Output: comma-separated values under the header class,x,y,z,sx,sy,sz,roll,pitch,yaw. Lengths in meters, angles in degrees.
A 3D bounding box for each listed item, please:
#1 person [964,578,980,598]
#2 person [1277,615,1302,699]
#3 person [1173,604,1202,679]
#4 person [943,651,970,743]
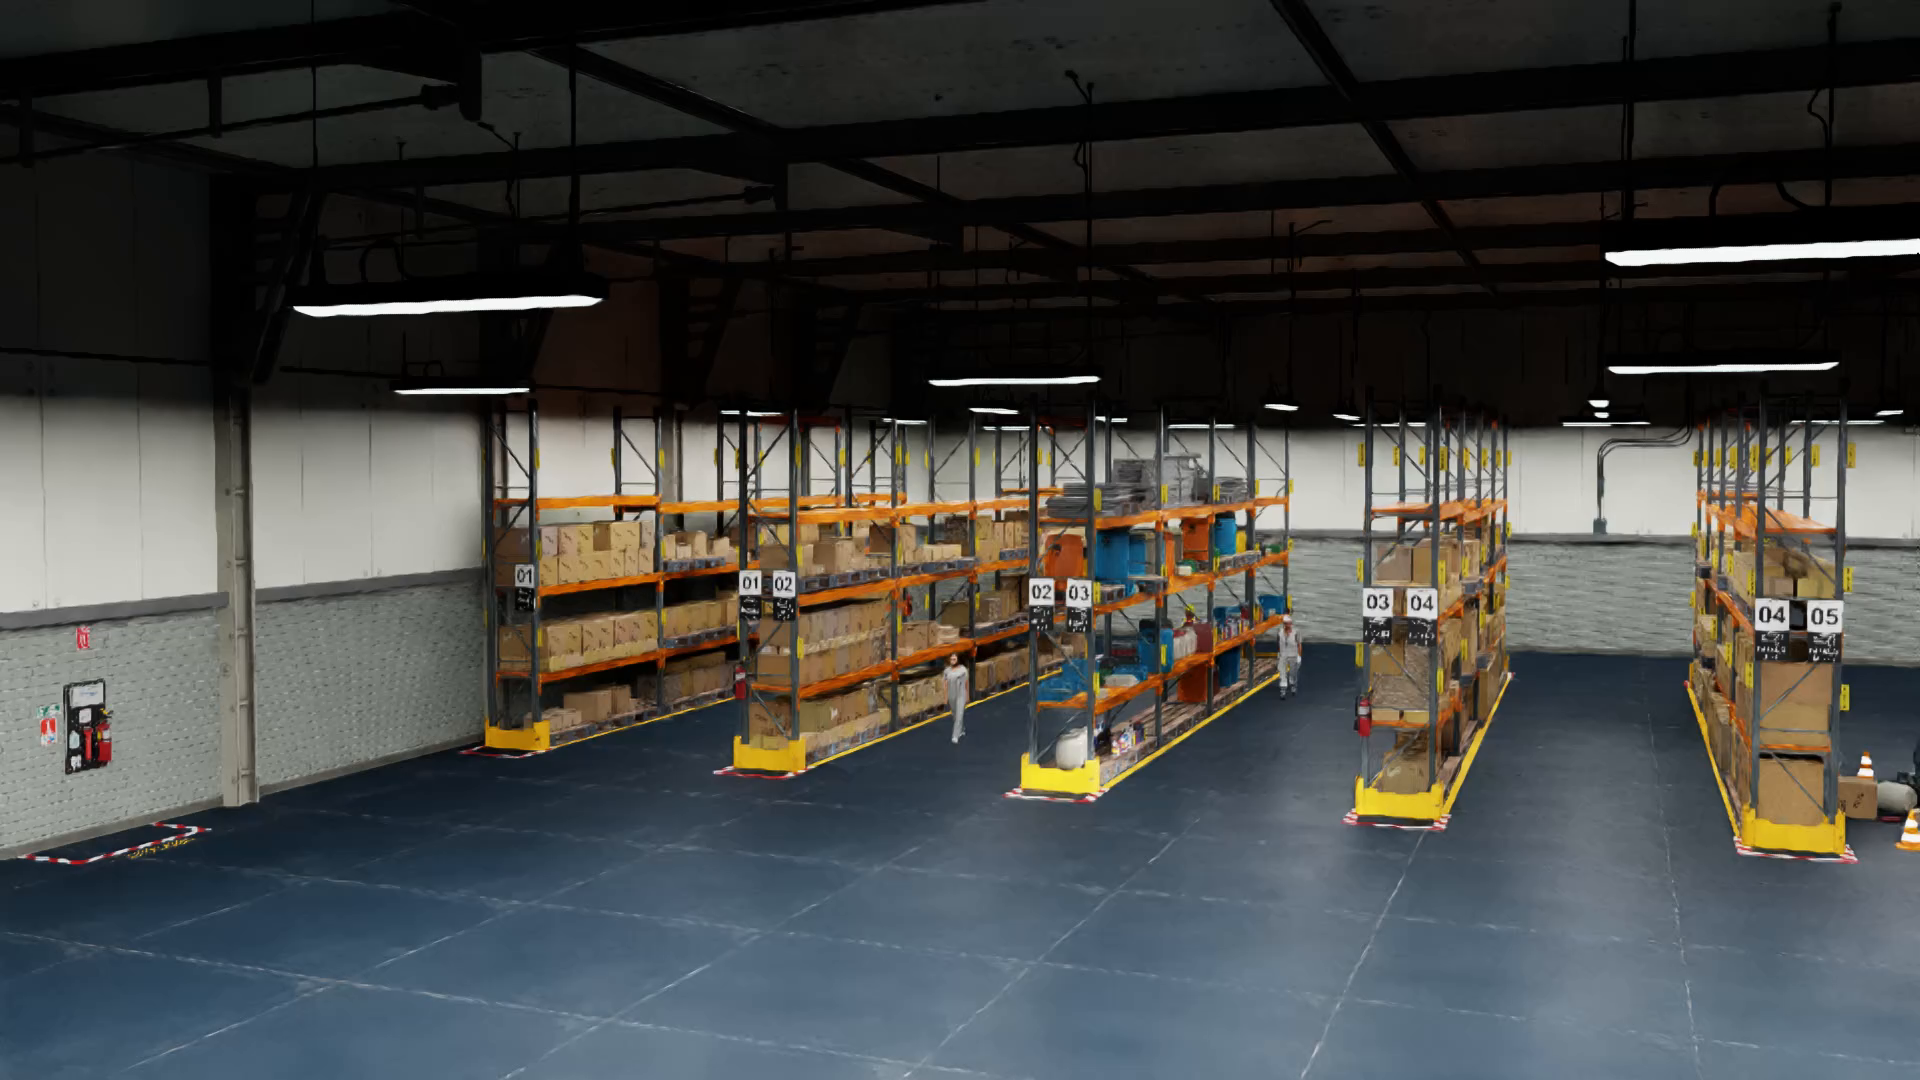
class,x,y,z,sx,sy,sz,roll,pitch,yaw
person,0.287,1.792,47.544,0.695,1.712,0.469,-2,3,-36
person,6.856,2.424,34.667,0.567,1.736,1.044,1,3,21
person,5.238,2.297,37.542,0.580,1.732,0.954,2,4,40
person,-0.087,2.736,29.338,0.449,1.586,1.099,1,3,19
